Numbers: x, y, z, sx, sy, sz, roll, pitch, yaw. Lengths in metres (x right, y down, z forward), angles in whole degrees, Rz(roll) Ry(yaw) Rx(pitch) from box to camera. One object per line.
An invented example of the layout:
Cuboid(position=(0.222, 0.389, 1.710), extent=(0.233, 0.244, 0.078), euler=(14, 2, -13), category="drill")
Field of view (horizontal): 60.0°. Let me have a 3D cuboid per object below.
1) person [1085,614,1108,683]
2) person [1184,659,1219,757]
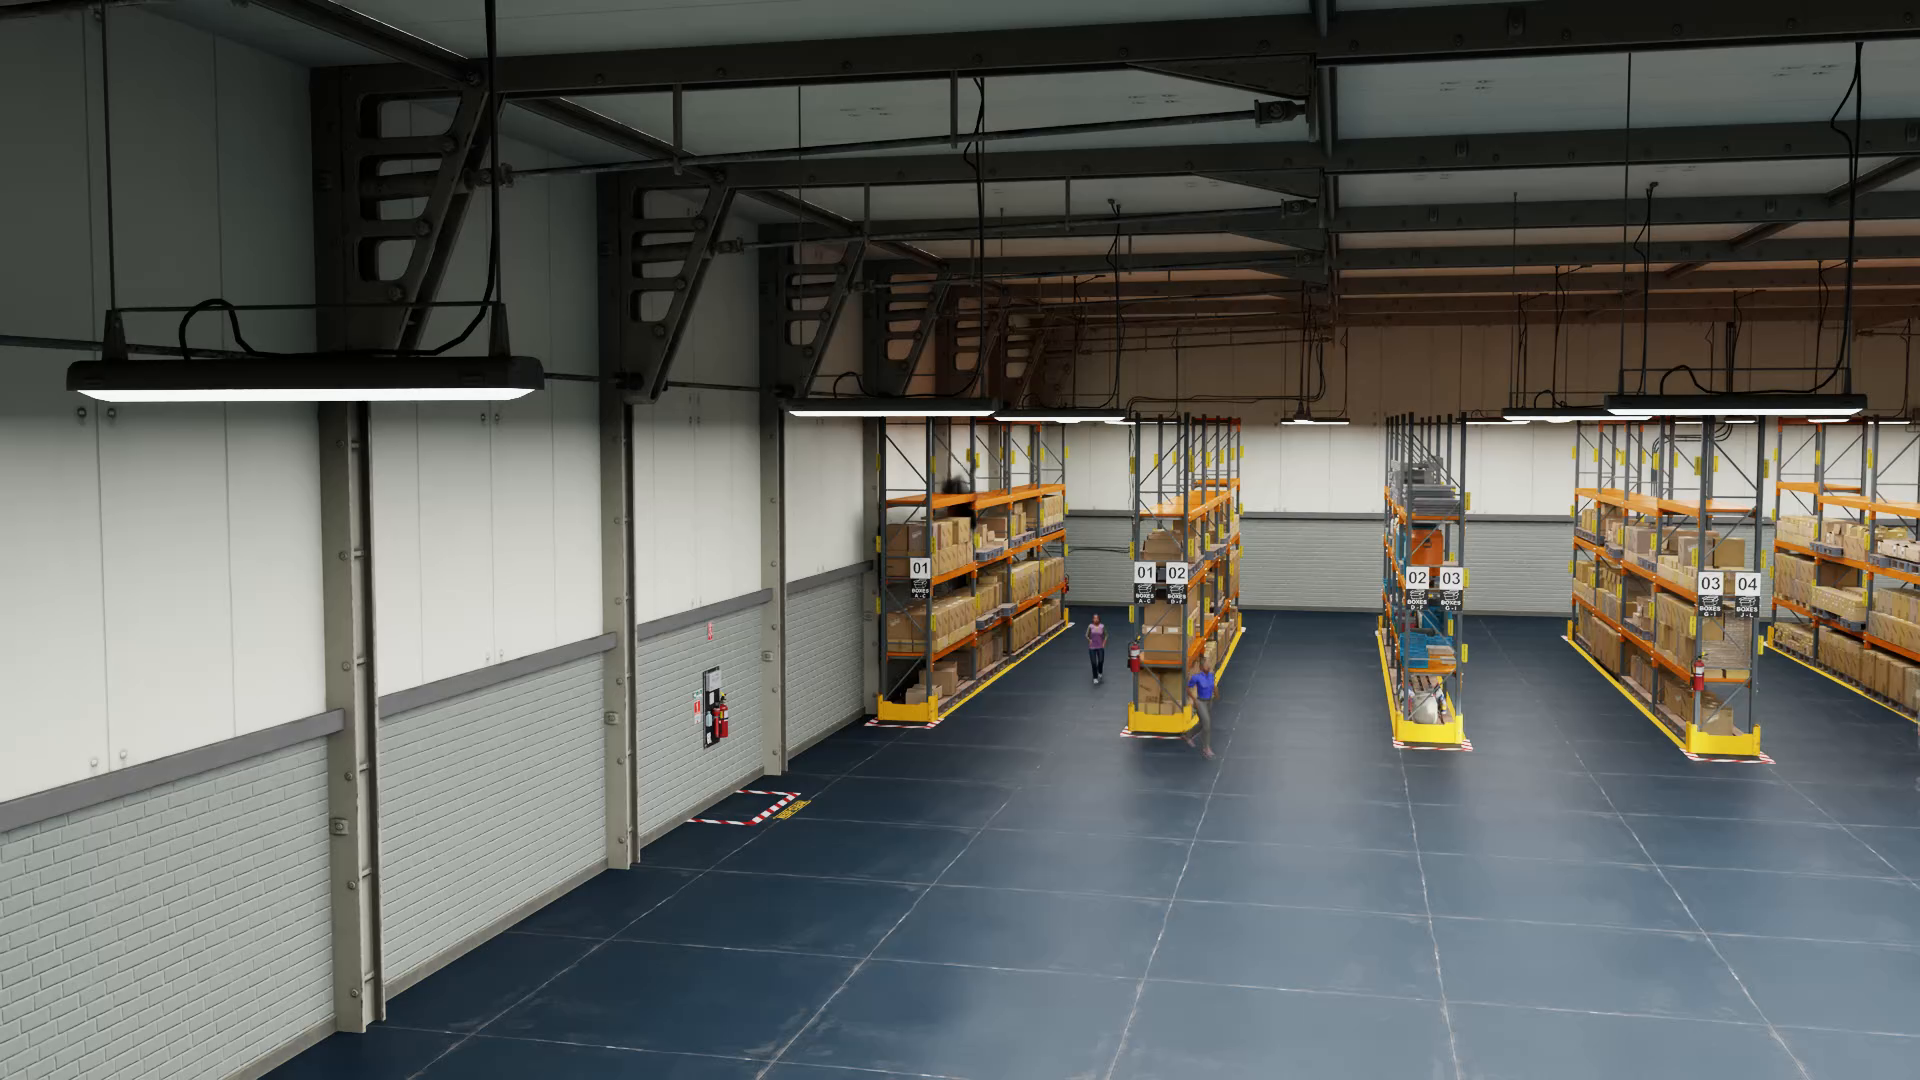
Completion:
Cuboid(position=(3.049, 2.428, 37.080), extent=(0.518, 1.558, 0.548), euler=(0, 4, 4), category="person")
Cuboid(position=(4.239, 2.925, 29.227), extent=(0.578, 1.671, 0.824), euler=(-3, 5, -39), category="person")
